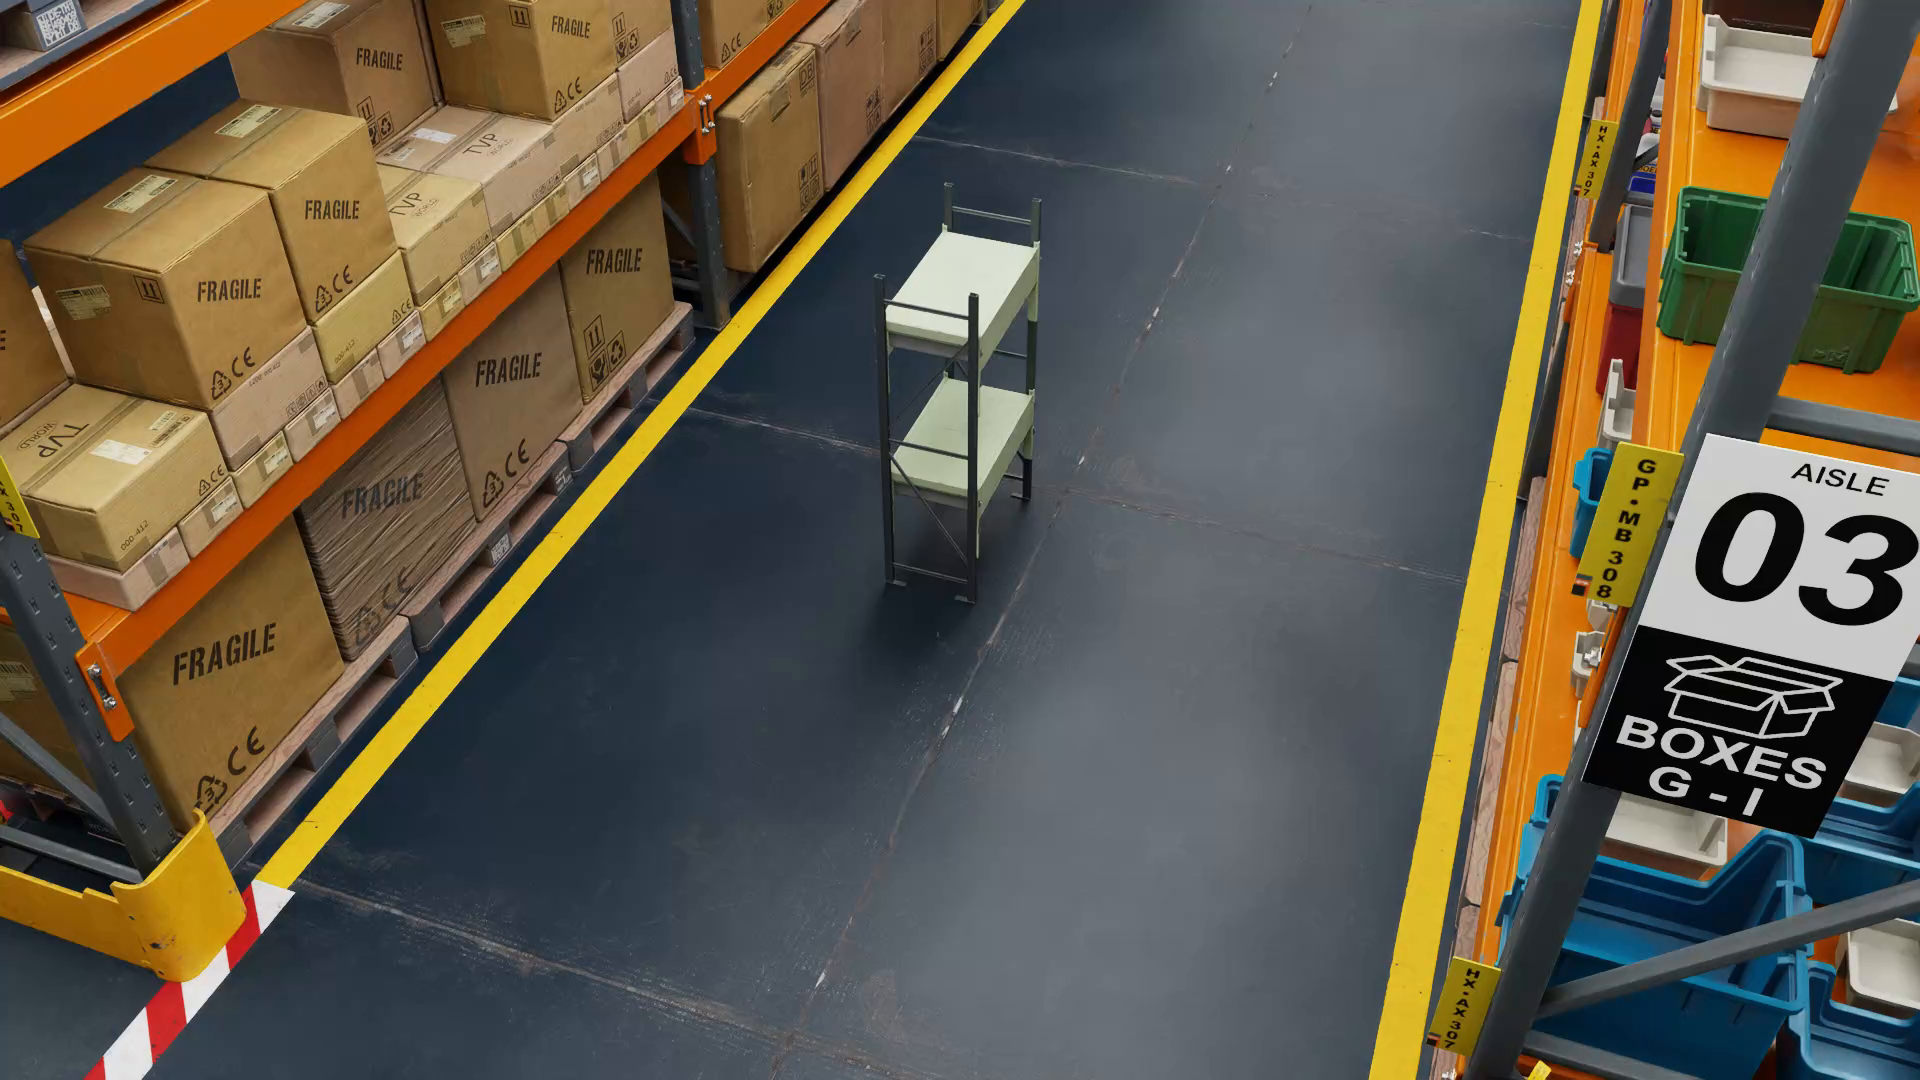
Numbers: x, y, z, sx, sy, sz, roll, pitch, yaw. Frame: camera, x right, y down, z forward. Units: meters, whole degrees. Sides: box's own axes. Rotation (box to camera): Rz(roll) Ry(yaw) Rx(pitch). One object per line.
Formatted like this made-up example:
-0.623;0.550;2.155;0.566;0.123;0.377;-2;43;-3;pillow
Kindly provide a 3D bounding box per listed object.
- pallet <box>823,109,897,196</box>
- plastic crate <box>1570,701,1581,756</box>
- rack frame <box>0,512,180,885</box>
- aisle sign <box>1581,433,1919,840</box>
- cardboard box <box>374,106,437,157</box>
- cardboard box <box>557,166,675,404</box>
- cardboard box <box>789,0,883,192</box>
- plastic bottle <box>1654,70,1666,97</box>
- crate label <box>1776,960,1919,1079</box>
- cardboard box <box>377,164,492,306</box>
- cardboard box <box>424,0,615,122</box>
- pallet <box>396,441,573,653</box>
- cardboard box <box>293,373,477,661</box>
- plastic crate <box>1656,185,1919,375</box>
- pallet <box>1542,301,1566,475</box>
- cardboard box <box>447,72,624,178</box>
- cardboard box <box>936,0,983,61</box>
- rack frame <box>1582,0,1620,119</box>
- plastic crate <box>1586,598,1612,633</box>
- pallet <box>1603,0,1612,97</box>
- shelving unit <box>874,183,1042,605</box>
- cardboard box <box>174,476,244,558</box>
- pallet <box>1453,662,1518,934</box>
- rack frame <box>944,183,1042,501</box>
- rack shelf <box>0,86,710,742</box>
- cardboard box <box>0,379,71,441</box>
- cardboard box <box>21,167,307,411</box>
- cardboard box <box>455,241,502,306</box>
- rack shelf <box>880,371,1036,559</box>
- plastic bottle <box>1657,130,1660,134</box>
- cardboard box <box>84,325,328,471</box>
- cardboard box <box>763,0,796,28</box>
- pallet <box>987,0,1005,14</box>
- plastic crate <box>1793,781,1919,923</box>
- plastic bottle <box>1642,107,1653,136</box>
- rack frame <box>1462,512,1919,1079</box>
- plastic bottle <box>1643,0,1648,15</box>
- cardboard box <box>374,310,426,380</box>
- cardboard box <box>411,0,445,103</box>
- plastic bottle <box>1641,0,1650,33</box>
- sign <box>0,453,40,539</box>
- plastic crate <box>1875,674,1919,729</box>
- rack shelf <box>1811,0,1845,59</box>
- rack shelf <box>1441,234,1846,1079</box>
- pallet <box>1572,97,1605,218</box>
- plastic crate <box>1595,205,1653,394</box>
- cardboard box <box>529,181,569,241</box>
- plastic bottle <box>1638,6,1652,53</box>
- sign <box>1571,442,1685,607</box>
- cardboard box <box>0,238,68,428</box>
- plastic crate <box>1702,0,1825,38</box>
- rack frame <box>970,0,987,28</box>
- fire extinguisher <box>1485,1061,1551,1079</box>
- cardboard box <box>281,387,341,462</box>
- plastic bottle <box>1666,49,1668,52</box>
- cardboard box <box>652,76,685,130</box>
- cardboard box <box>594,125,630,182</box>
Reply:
-1.062;-2.519;10.040;1.003;0.211;1.213;13;42;15;pallet
1.837;0.559;4.440;0.396;0.136;0.243;13;42;15;plastic crate
-3.038;0.094;4.829;1.000;3.000;0.127;13;42;15;rack frame
1.316;0.183;2.722;0.394;0.787;0.004;13;42;15;aisle sign
-2.424;-1.554;6.647;0.500;0.250;0.500;14;43;16;cardboard box
-1.971;-1.313;7.791;0.875;0.875;0.875;13;42;15;cardboard box
-1.166;-2.638;9.344;1.225;0.875;0.875;12;42;14;cardboard box
2.991;-1.861;7.159;0.144;0.351;0.185;13;42;15;plastic bottle
2.010;1.156;3.667;0.416;0.233;0.303;13;42;15;crate label
-2.100;-1.139;6.160;0.500;0.250;0.500;12;42;14;cardboard box
-1.752;-2.043;6.642;0.500;0.500;0.500;14;42;16;cardboard box
-2.420;-0.092;7.196;1.003;0.211;1.213;13;42;15;pallet
-2.584;-0.221;6.512;0.875;0.875;0.875;13;42;15;cardboard box
1.685;-0.533;3.415;0.450;0.188;0.336;13;42;15;plastic crate
3.287;-0.647;7.846;1.003;0.211;1.213;13;42;15;pallet
-1.750;-1.759;6.887;0.500;0.250;0.500;15;43;16;cardboard box
-0.558;-3.721;10.614;1.225;0.875;0.875;11;42;13;cardboard box
4.352;-3.687;9.260;1.000;3.000;0.127;13;42;15;rack frame
1.993;0.199;4.862;0.298;0.136;0.250;13;42;15;plastic crate
4.653;-3.090;10.709;1.003;0.211;1.213;13;42;15;pallet
0.002;-0.575;6.768;0.431;1.500;0.755;13;42;15;shelving unit
-2.521;-0.111;5.263;0.380;0.149;0.250;13;42;14;cardboard box
2.353;1.018;5.895;1.003;0.211;1.213;13;42;15;pallet
0.127;-0.798;7.030;0.400;1.500;0.023;13;42;15;rack frame
-2.355;-0.853;6.493;1.077;0.370;4.000;13;42;15;rack shelf
-3.122;-0.317;5.197;0.500;0.250;0.500;13;42;14;cardboard box
-2.450;-0.786;5.168;0.500;0.500;0.500;12;42;14;cardboard box
-1.994;-1.053;6.367;0.380;0.149;0.250;14;42;16;cardboard box
0.002;-0.327;6.980;0.431;0.370;0.720;13;42;15;rack shelf
2.931;-1.628;7.000;0.097;0.201;0.097;0;40;0;plastic bottle
-2.449;-0.514;5.428;0.500;0.250;0.500;13;42;15;cardboard box
-1.107;-2.916;8.280;0.500;0.500;0.500;13;42;15;cardboard box
-0.034;-4.201;12.012;1.003;0.211;1.213;13;42;15;pallet
2.235;0.755;4.137;0.416;0.233;0.300;13;42;15;plastic crate
2.851;-1.666;6.981;0.061;0.283;0.133;13;42;15;plastic bottle
1.616;1.193;3.541;1.000;3.000;0.127;13;42;15;rack frame
3.462;-2.755;8.258;0.061;0.283;0.133;13;42;15;plastic bottle
-2.170;-0.739;5.999;0.380;0.149;0.250;13;42;15;cardboard box
-2.250;-2.154;6.772;0.500;0.500;0.500;13;42;15;cardboard box
3.426;-2.601;8.084;0.152;0.276;0.135;13;42;15;plastic bottle
-2.519;-0.139;4.374;0.100;0.325;0.005;13;42;15;sign
2.460;0.353;4.608;0.416;0.233;0.300;13;42;15;plastic crate
2.300;-1.883;3.387;1.077;0.370;4.000;13;42;15;rack shelf
2.300;0.247;5.204;1.077;0.370;4.000;13;42;15;rack shelf
4.121;-2.136;9.591;1.003;0.211;1.213;13;42;15;pallet
2.443;-0.805;5.787;0.402;0.464;0.583;13;42;15;plastic crate
-1.819;-1.364;6.731;0.380;0.149;0.250;14;42;16;cardboard box
3.274;-2.420;7.865;0.061;0.283;0.133;13;42;15;plastic bottle
1.093;-0.021;2.733;0.100;0.325;0.005;13;42;15;sign
-3.119;-0.603;4.955;0.500;0.500;0.500;14;42;16;cardboard box
2.301;-1.641;4.653;0.497;0.269;0.590;13;42;15;plastic crate
-0.303;-4.786;10.548;1.000;3.000;0.127;13;42;15;rack frame
1.137;1.355;3.697;0.296;0.674;0.183;13;42;15;fire extinguisher
-2.345;-0.427;5.632;0.380;0.149;0.250;13;42;14;cardboard box
3.112;-2.042;7.428;0.152;0.276;0.135;13;42;15;plastic bottle
-1.467;-1.992;7.467;0.380;0.149;0.250;14;42;15;cardboard box
-1.643;-1.678;7.100;0.380;0.149;0.250;13;42;14;cardboard box
